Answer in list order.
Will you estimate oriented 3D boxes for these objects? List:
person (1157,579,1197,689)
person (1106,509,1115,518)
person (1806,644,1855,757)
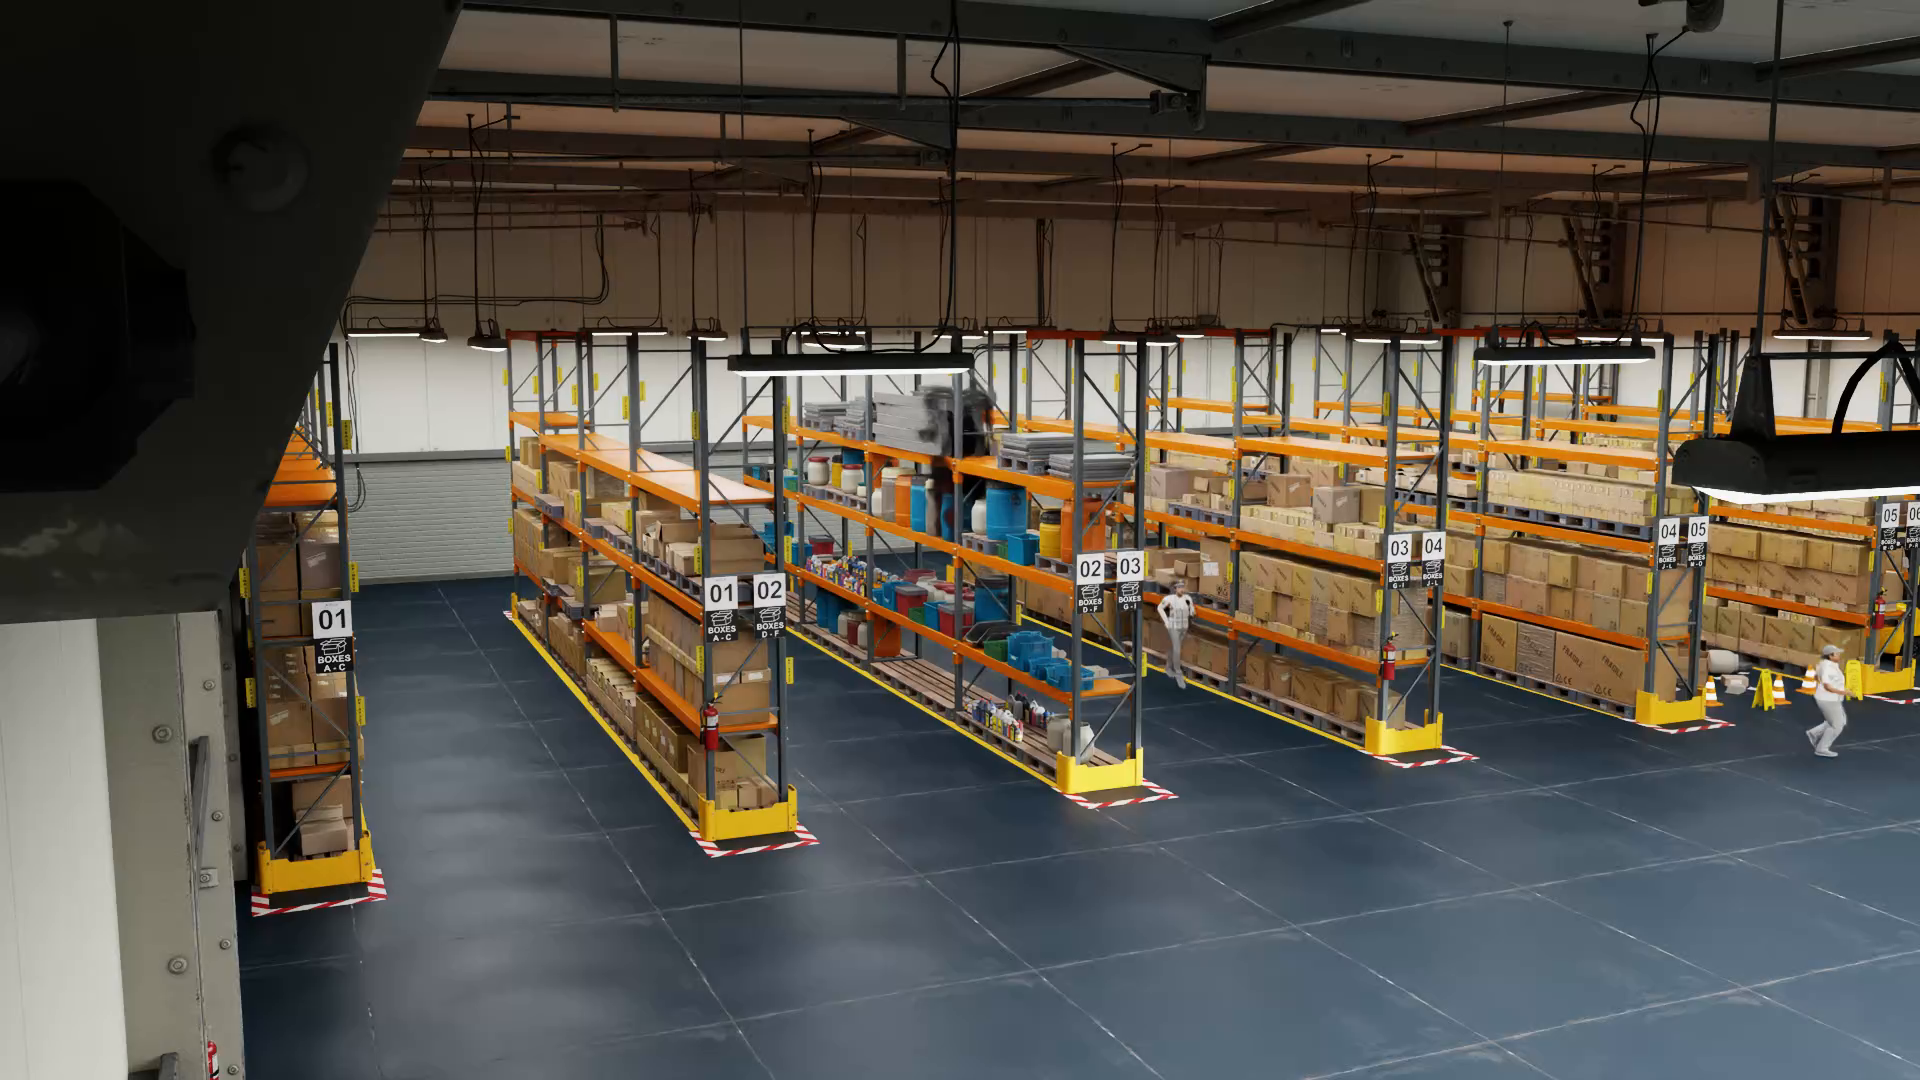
[{"bbox_3d":[3.599,1.501,27.360,0.584,1.772,0.731,-3,8,-24],"label":"person"},{"bbox_3d":[3.621,-0.035,41.052,0.580,1.617,0.608,-5,9,-33],"label":"person"},{"bbox_3d":[12.483,2.297,23.831,0.565,1.619,0.601,3,8,22],"label":"person"}]
